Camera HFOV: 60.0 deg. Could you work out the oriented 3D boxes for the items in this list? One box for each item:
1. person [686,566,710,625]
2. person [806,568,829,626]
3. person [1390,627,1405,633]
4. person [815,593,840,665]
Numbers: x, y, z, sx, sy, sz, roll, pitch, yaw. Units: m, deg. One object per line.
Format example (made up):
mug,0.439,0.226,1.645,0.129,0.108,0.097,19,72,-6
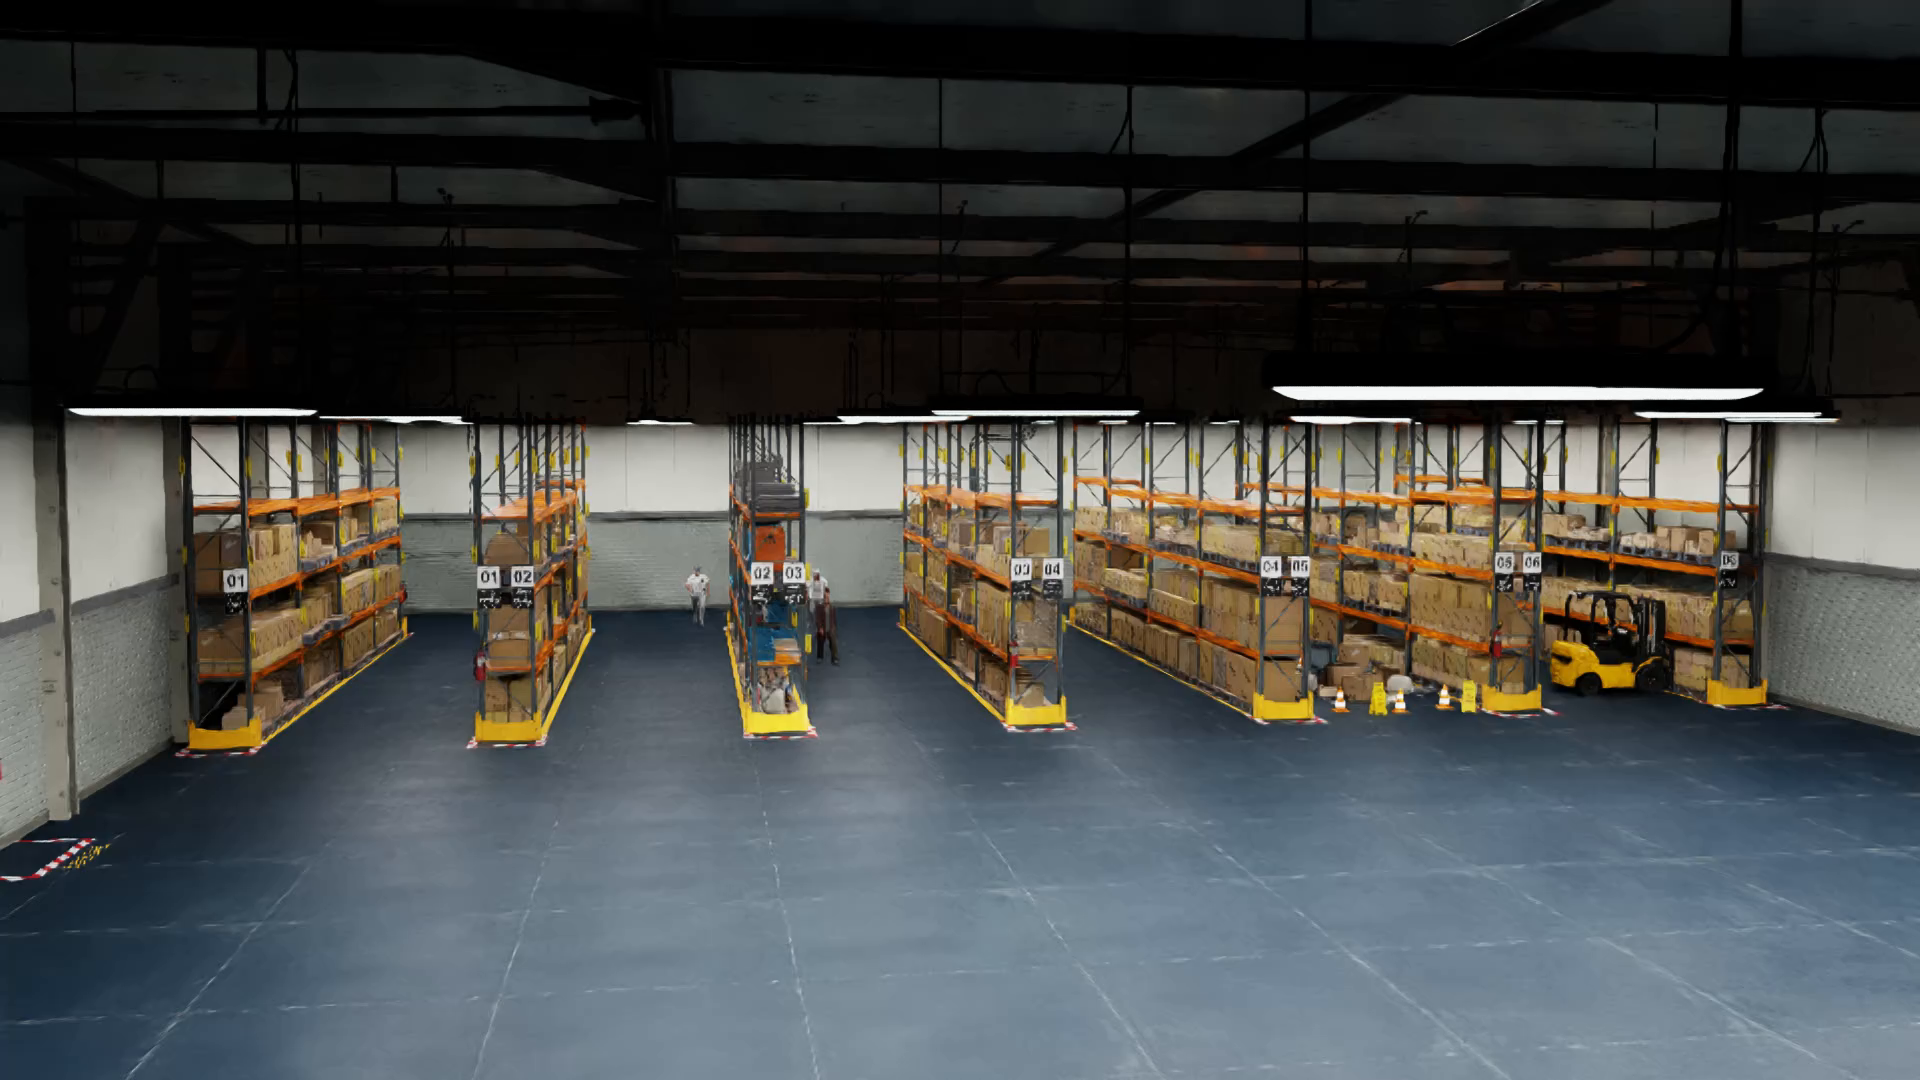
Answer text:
person,-7.637,1.584,48.429,0.686,1.704,0.867,0,4,-4
person,-4.112,1.643,47.551,0.719,1.714,0.578,-1,4,-12
person,12.272,1.735,46.313,0.535,1.659,0.591,1,4,9
person,-3.212,2.133,39.946,0.580,1.715,1.084,-1,4,-17
